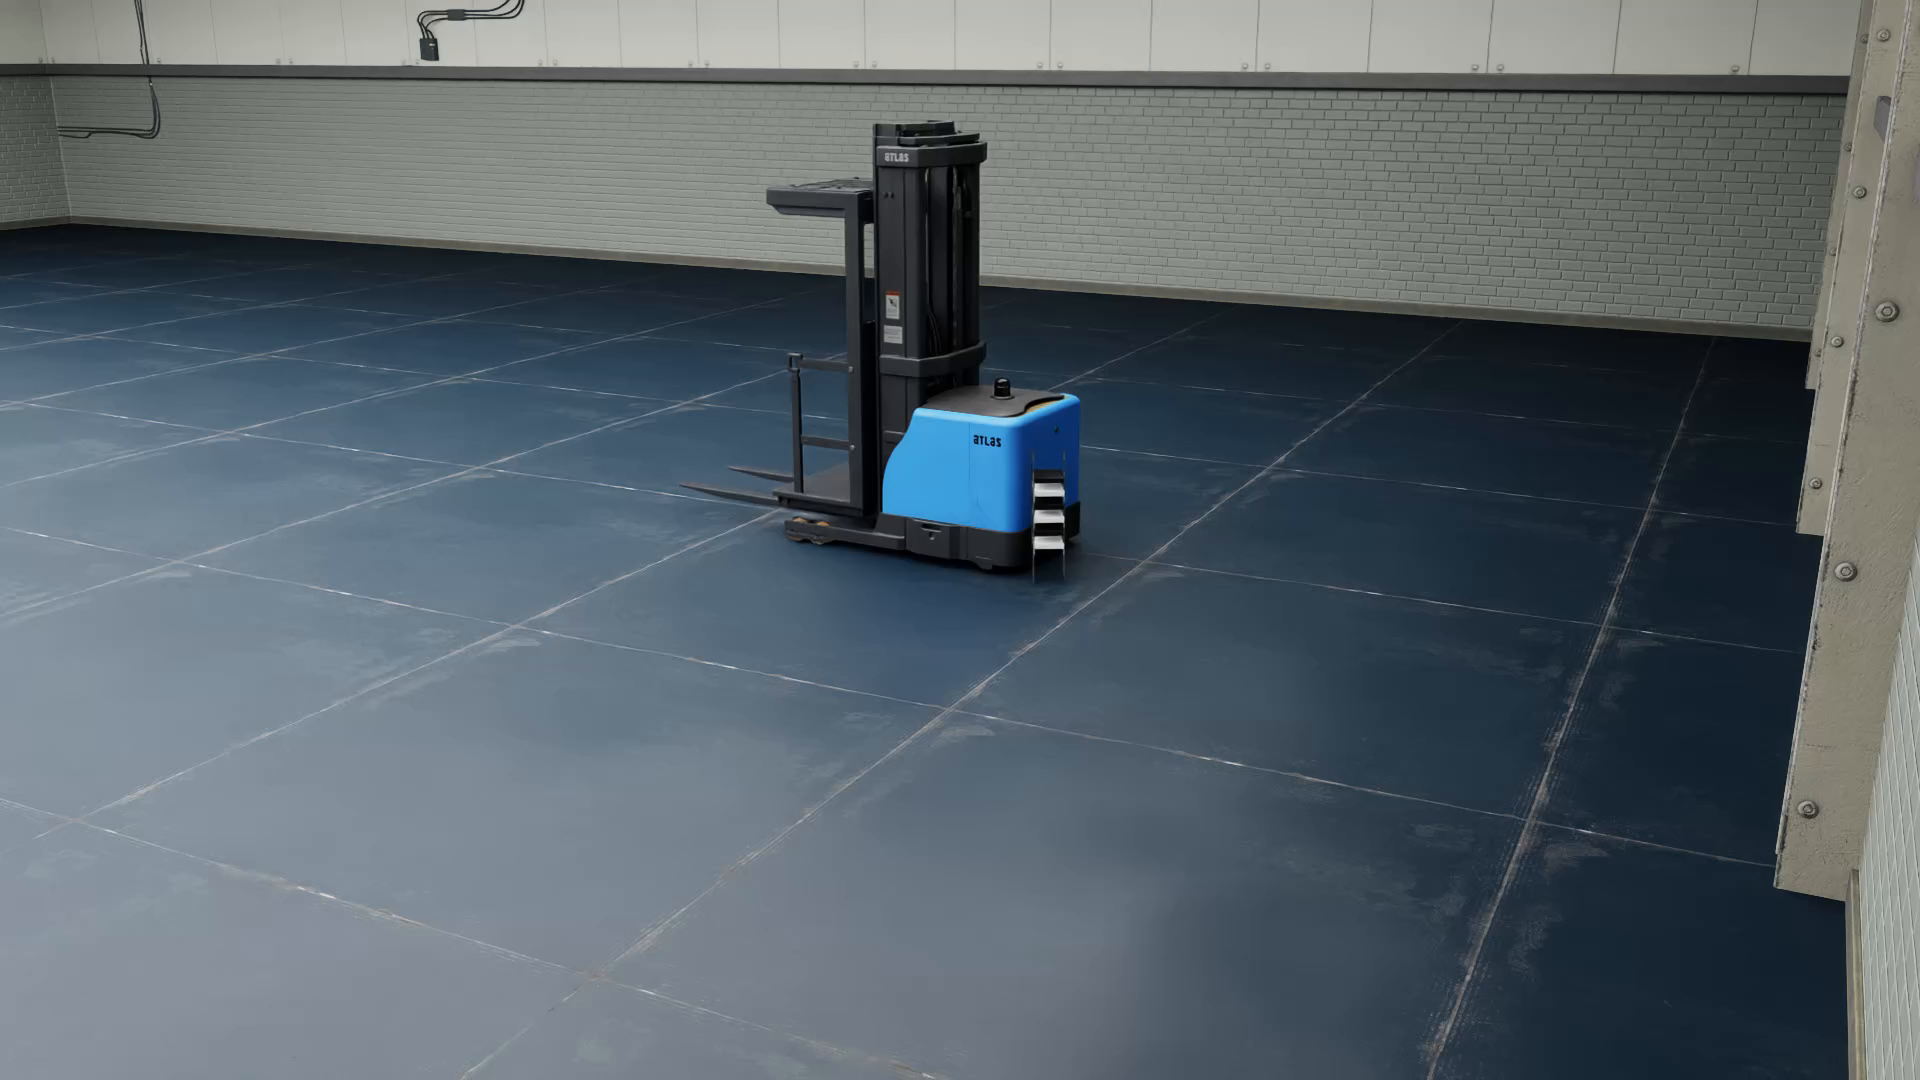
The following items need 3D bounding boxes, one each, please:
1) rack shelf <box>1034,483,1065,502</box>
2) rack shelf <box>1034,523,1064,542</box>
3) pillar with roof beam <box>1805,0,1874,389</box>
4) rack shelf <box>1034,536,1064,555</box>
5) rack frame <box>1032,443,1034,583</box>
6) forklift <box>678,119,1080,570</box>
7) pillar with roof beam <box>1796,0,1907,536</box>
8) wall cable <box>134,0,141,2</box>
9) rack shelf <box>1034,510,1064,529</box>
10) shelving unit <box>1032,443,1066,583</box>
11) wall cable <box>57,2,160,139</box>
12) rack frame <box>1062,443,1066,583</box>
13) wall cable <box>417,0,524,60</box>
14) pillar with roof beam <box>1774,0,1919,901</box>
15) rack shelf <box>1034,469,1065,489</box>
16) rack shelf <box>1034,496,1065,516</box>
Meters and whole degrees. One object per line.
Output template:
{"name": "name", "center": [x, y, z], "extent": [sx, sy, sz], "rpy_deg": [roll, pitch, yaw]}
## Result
{"name": "rack shelf", "center": [0.584, -0.319, 10.999], "extent": [0.200, 0.077, 0.258], "rpy_deg": [-1, 17, 0]}
{"name": "rack shelf", "center": [0.587, -0.061, 11.076], "extent": [0.200, 0.077, 0.258], "rpy_deg": [-1, 17, 0]}
{"name": "pillar with roof beam", "center": [5.192, -6.474, 18.017], "extent": [9.100, 9.000, 0.400], "rpy_deg": [8, 18, 25]}
{"name": "rack shelf", "center": [0.588, 0.025, 11.102], "extent": [0.200, 0.077, 0.258], "rpy_deg": [-1, 17, 0]}
{"name": "rack frame", "center": [0.484, -0.177, 11.040], "extent": [0.006, 0.900, 0.240], "rpy_deg": [-1, 17, 0]}
{"name": "forklift", "center": [-0.678, -1.487, 11.883], "extent": [3.031, 2.935, 1.130], "rpy_deg": [9, 19, 28]}
{"name": "pillar with roof beam", "center": [2.511, -4.946, 12.872], "extent": [9.100, 9.000, 0.400], "rpy_deg": [8, 18, 25]}
{"name": "wall cable", "center": [-14.217, -11.105, 30.190], "extent": [3.097, 2.526, 0.112], "rpy_deg": [8, 18, 25]}
{"name": "rack shelf", "center": [0.586, -0.147, 11.050], "extent": [0.200, 0.077, 0.258], "rpy_deg": [-1, 17, 0]}
{"name": "shelving unit", "center": [0.586, -0.179, 11.041], "extent": [0.210, 0.900, 0.258], "rpy_deg": [-1, 17, 0]}
{"name": "wall cable", "center": [-16.638, -9.028, 32.068], "extent": [3.097, 2.526, 0.112], "rpy_deg": [8, 18, 25]}
{"name": "rack frame", "center": [0.687, -0.180, 11.041], "extent": [0.006, 0.900, 0.240], "rpy_deg": [-1, 17, 0]}
{"name": "wall cable", "center": [-8.152, -10.935, 27.062], "extent": [2.305, 6.003, 0.169], "rpy_deg": [8, 18, 25]}
{"name": "pillar with roof beam", "center": [-0.170, -3.418, 7.726], "extent": [9.100, 9.000, 0.400], "rpy_deg": [8, 18, 25]}
{"name": "rack shelf", "center": [0.583, -0.406, 10.973], "extent": [0.200, 0.077, 0.258], "rpy_deg": [-1, 17, 0]}
{"name": "rack shelf", "center": [0.585, -0.233, 11.024], "extent": [0.200, 0.077, 0.258], "rpy_deg": [-1, 17, 0]}
